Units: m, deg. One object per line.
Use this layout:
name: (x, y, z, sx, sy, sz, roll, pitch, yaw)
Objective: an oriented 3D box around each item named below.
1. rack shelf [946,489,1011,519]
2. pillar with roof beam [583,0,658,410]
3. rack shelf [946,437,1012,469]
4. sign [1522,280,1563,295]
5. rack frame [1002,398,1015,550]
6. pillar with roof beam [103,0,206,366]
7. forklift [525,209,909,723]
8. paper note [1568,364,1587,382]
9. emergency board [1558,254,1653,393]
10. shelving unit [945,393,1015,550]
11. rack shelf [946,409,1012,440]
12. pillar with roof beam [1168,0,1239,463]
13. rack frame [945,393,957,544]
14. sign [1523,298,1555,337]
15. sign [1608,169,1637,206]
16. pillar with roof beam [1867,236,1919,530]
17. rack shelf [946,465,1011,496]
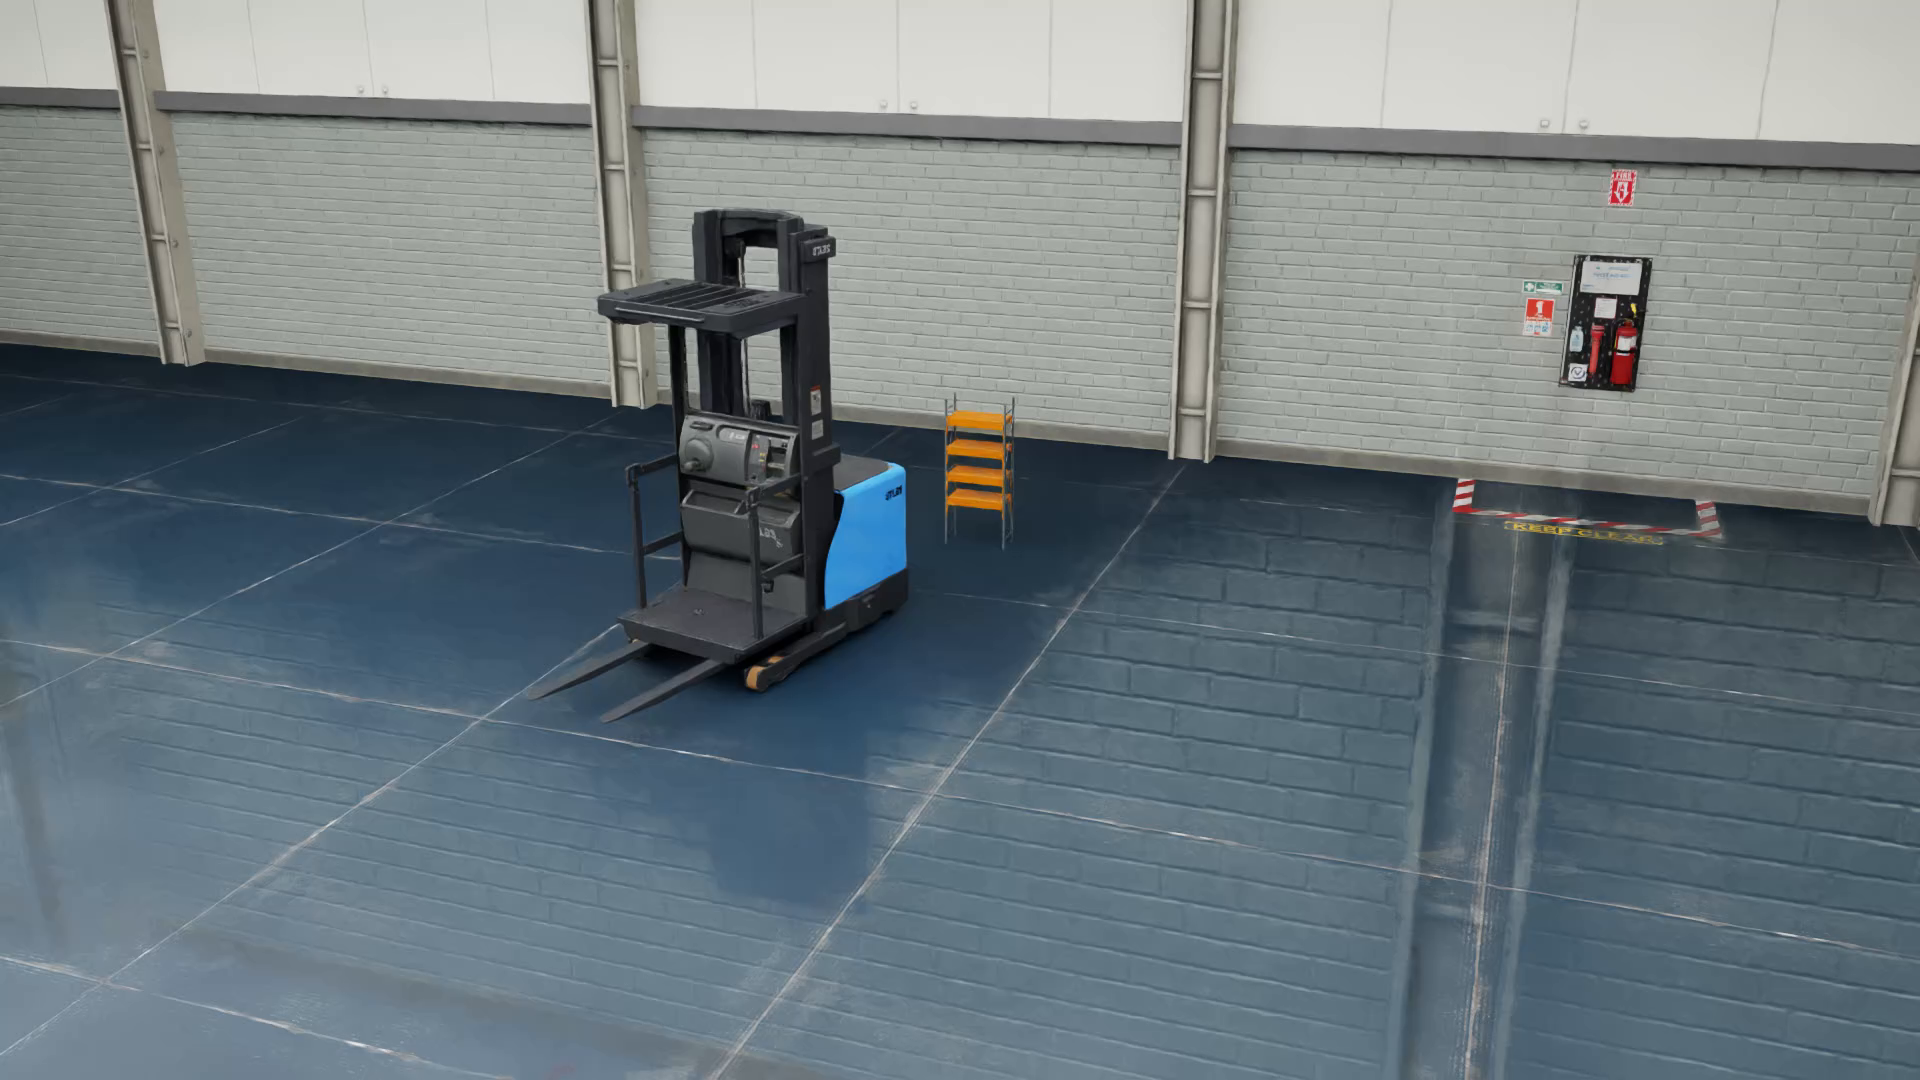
rack shelf: (0.156, -0.298, 13.415, 0.480, 0.148, 0.258, 7, 20, 18)
pillar with roof beam: (-4.870, -4.353, 12.394, 0.400, 9.000, 9.100, 7, 20, 18)
rack shelf: (0.156, -0.696, 13.276, 0.480, 0.148, 0.258, 7, 20, 18)
sign: (5.069, -2.197, 14.463, 0.331, 0.109, 0.001, 7, 20, 18)
rack frame: (0.387, -0.522, 13.252, 0.015, 1.200, 0.240, 7, 20, 18)
pillar with roof beam: (-10.538, -5.001, 14.253, 0.400, 9.000, 9.100, 7, 20, 18)
forklift: (-1.576, -0.577, 10.780, 1.130, 2.935, 3.031, 11, 22, 30)
paper note: (5.411, -1.466, 14.564, 0.142, 0.148, 0.016, 7, 20, 18)
emergency board: (5.556, -1.842, 14.302, 0.643, 1.169, 0.194, 7, 20, 18)
shelving unit: (0.156, -0.549, 13.327, 0.503, 1.200, 0.258, 7, 20, 18)
rack shelf: (0.156, -0.920, 13.198, 0.480, 0.148, 0.258, 7, 20, 18)
pillar with roof beam: (0.797, -3.705, 10.534, 0.400, 9.000, 9.100, 7, 20, 18)
rack frame: (-0.074, -0.575, 13.403, 0.015, 1.200, 0.240, 7, 20, 18)
sign: (5.068, -1.950, 14.560, 0.234, 0.329, 0.001, 7, 20, 18)
sign: (5.581, -2.968, 14.012, 0.199, 0.298, 0.001, 7, 20, 18)
pillar with roof beam: (6.465, -3.057, 8.675, 0.400, 9.000, 9.100, 7, 20, 18)
rack shelf: (0.156, -0.485, 13.350, 0.480, 0.148, 0.258, 7, 20, 18)
